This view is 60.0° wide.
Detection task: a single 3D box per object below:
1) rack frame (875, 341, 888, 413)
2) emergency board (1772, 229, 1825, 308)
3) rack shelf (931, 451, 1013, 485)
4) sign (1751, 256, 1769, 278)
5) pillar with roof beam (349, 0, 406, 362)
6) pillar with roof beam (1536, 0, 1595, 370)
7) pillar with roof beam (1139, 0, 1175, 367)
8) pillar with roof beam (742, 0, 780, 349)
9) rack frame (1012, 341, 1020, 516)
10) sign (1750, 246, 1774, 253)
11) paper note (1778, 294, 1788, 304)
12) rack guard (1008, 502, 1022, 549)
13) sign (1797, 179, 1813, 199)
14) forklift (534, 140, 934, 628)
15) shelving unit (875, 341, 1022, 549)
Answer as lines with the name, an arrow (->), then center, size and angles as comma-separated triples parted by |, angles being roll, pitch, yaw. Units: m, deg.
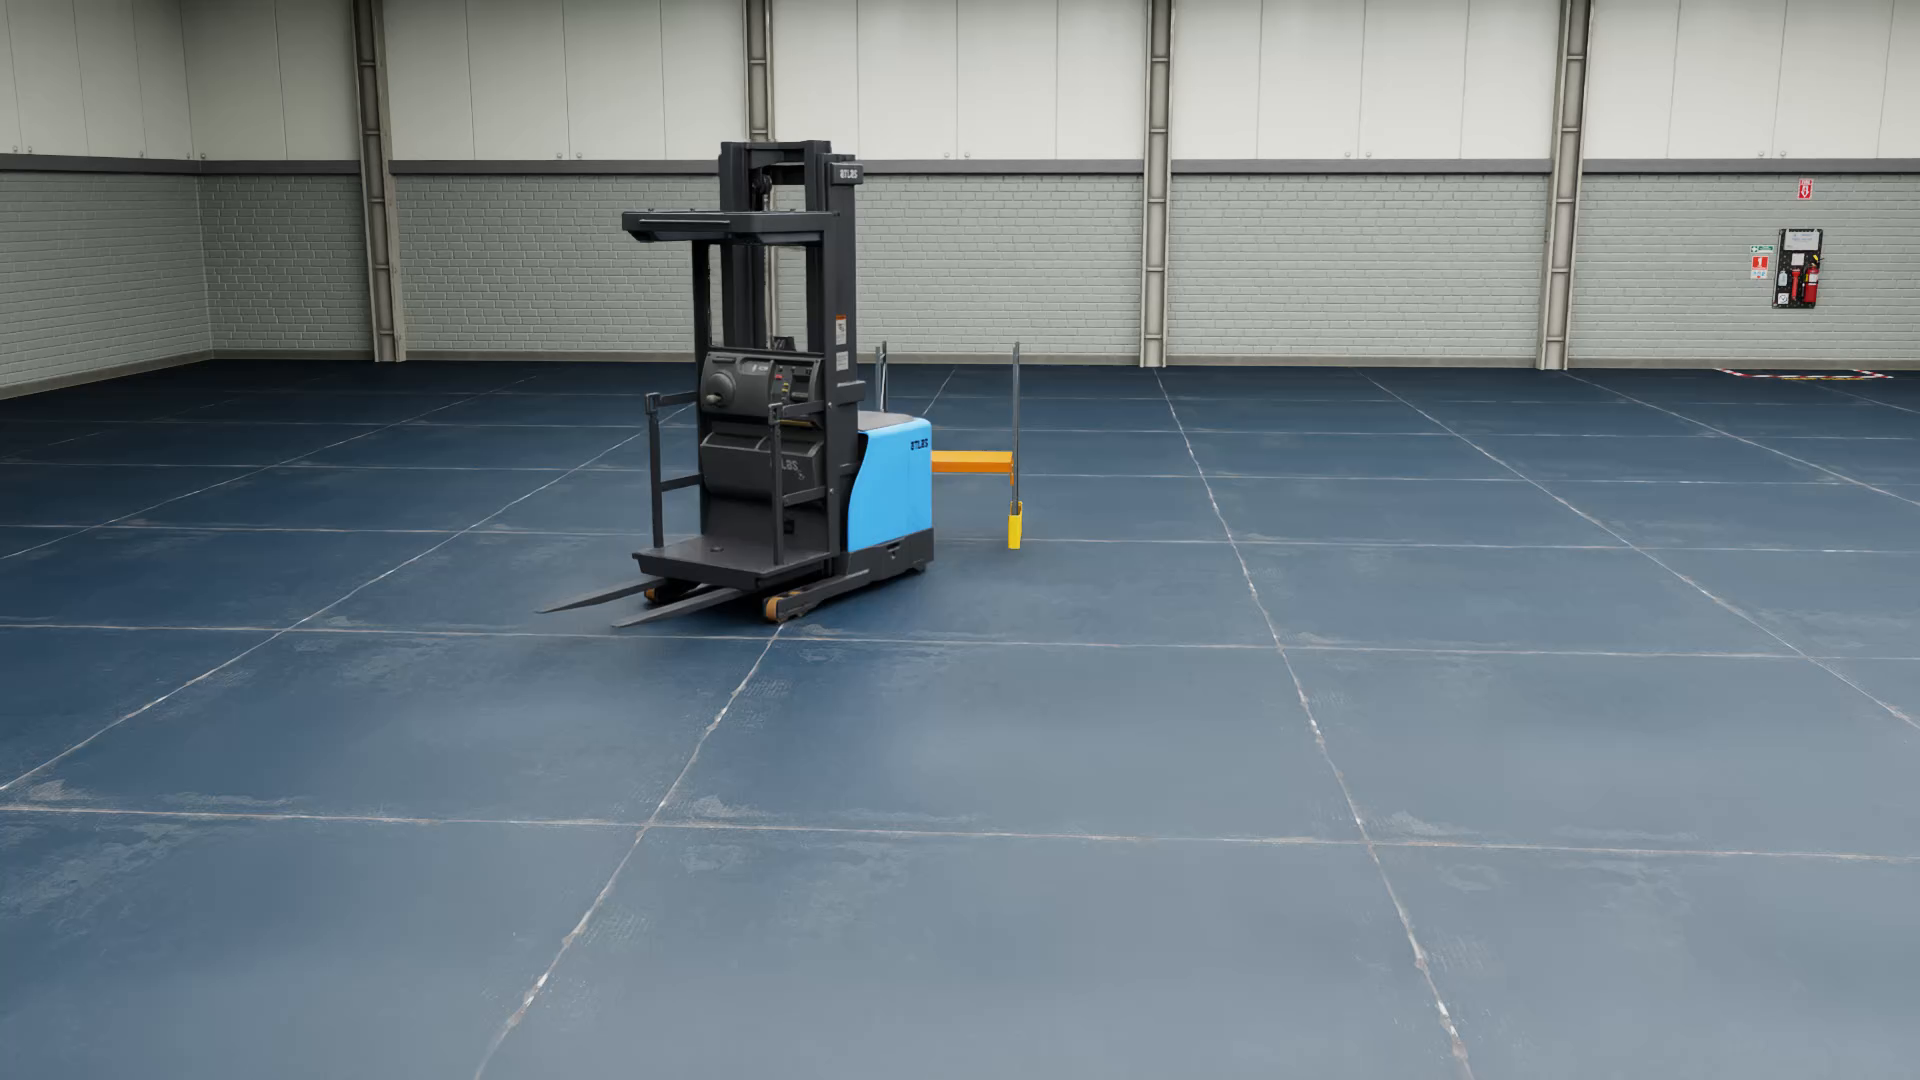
rack frame -> -0.592, -0.742, 12.653 | 0.032, 1.500, 0.500 | 1, 12, 4
emergency board -> 12.467, -4.020, 24.661 | 0.643, 1.169, 0.194 | 1, 12, 4
rack shelf -> -0.085, -0.559, 12.657 | 1.000, 0.185, 0.538 | 1, 12, 4
sign -> 11.923, -4.066, 24.794 | 0.234, 0.329, 0.001 | 1, 12, 4
pillar with roof beam -> -9.303, -6.364, 21.213 | 0.400, 9.000, 9.100 | 1, 12, 4
pillar with roof beam -> 8.656, -6.118, 20.036 | 0.400, 9.000, 9.100 | 1, 12, 4
pillar with roof beam -> 2.670, -6.200, 20.428 | 0.400, 9.000, 9.100 | 1, 12, 4
pillar with roof beam -> -3.317, -6.282, 20.821 | 0.400, 9.000, 9.100 | 1, 12, 4
rack frame -> 0.422, -0.728, 12.587 | 0.032, 1.500, 0.500 | 1, 12, 4
sign -> 11.927, -4.324, 24.731 | 0.331, 0.109, 0.001 | 1, 12, 4
paper note -> 12.295, -3.606, 24.830 | 0.142, 0.148, 0.016 | 1, 12, 4
rack guard -> 0.421, -0.117, 12.715 | 0.087, 0.250, 0.587 | 1, 12, 4
sign -> 12.466, -5.175, 24.521 | 0.199, 0.298, 0.001 | 1, 12, 4
forklift -> -1.398, -1.027, 10.521 | 1.130, 2.935, 3.031 | 7, 14, 32
shelving unit -> -0.076, -0.735, 12.619 | 1.083, 1.500, 0.587 | 1, 12, 4
